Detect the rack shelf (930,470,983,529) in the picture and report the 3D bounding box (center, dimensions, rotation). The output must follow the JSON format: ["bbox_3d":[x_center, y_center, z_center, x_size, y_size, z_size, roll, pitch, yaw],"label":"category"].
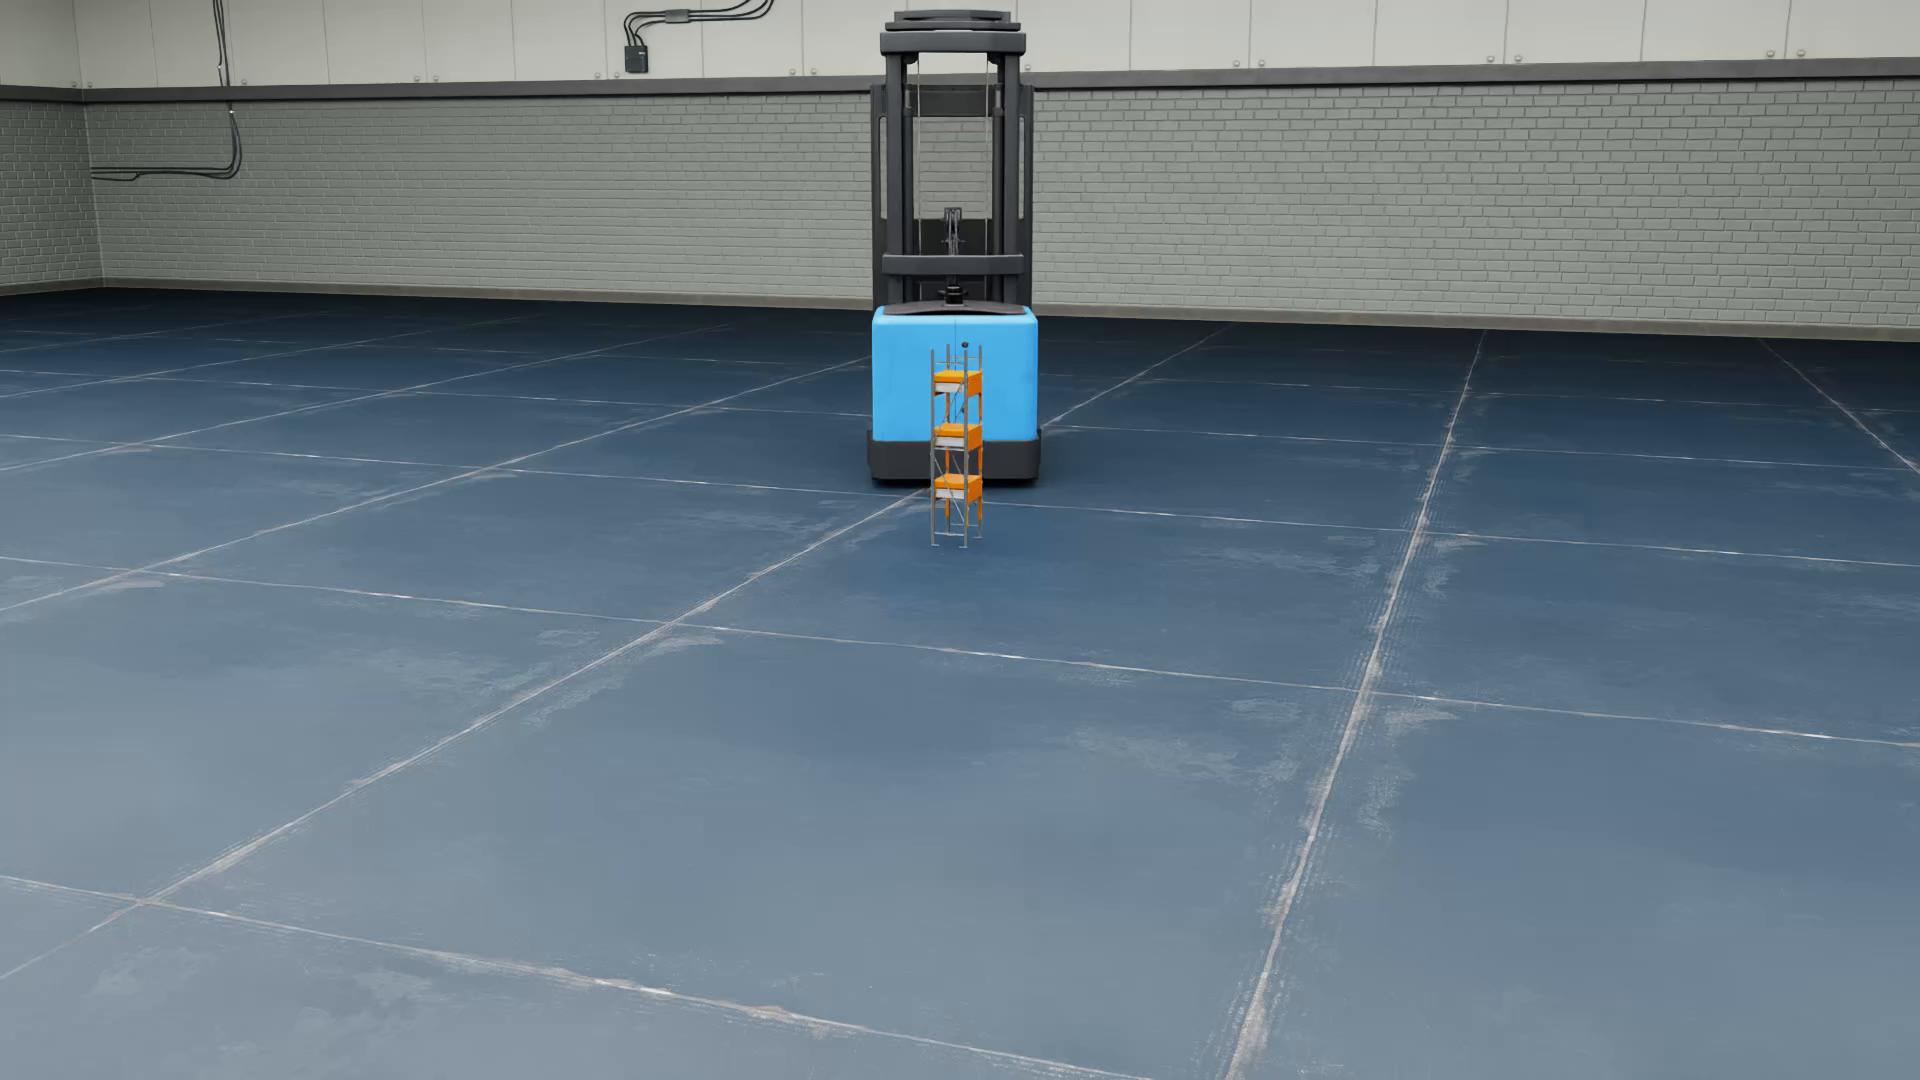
[{"bbox_3d":[-0.017,-0.219,8.886,0.215,0.259,0.240,4,14,18],"label":"rack shelf"}]

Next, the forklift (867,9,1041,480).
[{"bbox_3d":[-0.058,-2.073,11.486,1.130,2.935,3.031,0,13,-1],"label":"forklift"}]

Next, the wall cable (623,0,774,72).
[{"bbox_3d":[-3.553,-9.360,22.131,2.305,6.003,0.169,4,14,18],"label":"wall cable"}]

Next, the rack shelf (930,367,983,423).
[{"bbox_3d":[-0.017,-0.767,8.761,0.215,0.259,0.240,4,14,18],"label":"rack shelf"}]

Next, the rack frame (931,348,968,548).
[{"bbox_3d":[-0.057,-0.475,8.709,0.200,1.050,0.008,4,14,18],"label":"rack frame"}]

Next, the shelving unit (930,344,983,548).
[{"bbox_3d":[-0.017,-0.501,8.822,0.215,1.050,0.252,4,14,18],"label":"shelving unit"}]

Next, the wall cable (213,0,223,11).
[{"bbox_3d":[-9.971,-9.142,24.448,3.097,2.526,0.112,4,14,18],"label":"wall cable"}]

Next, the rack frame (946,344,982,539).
[{"bbox_3d":[0.022,-0.526,8.934,0.200,1.050,0.008,4,14,18],"label":"rack frame"}]

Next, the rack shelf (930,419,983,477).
[{"bbox_3d":[-0.017,-0.490,8.824,0.215,0.259,0.240,4,14,18],"label":"rack shelf"}]

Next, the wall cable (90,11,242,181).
[{"bbox_3d":[-12.531,-6.875,25.864,3.097,2.526,0.112,4,14,18],"label":"wall cable"}]
